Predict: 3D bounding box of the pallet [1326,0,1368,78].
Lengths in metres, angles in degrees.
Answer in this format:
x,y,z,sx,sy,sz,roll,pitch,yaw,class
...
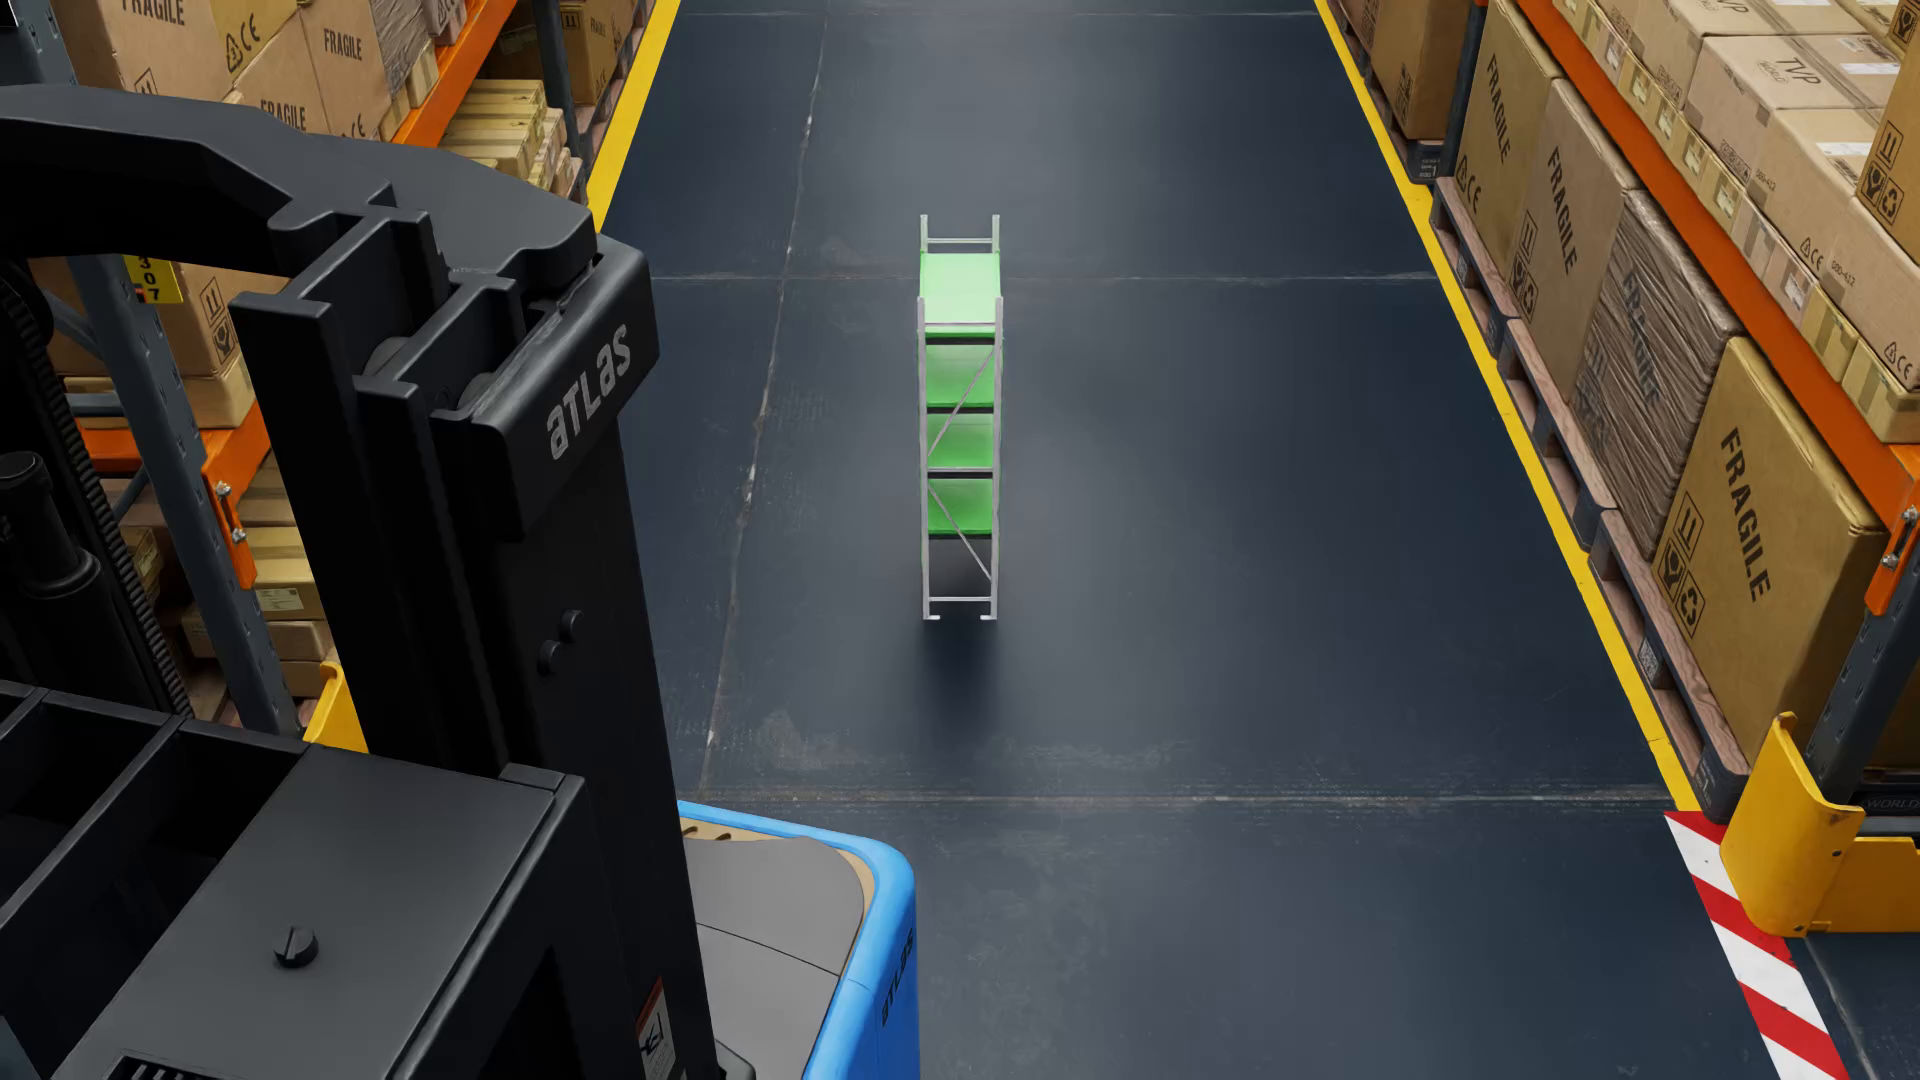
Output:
x,y,z,sx,sy,sz,roll,pitch,yaw,class
2.624,-2.896,9.195,1.003,0.211,1.213,0,39,0,pallet

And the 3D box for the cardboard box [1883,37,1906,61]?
x,y,z,sx,sy,sz,roll,pitch,yaw,class
2.974,-1.232,4.771,0.500,0.250,0.500,-1,39,-2,cardboard box

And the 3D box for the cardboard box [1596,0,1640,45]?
x,y,z,sx,sy,sz,roll,pitch,yaw,class
2.445,-1.865,5.561,0.500,0.250,0.500,1,39,1,cardboard box

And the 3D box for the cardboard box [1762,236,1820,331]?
x,y,z,sx,sy,sz,roll,pitch,yaw,class
2.378,-0.680,4.401,0.380,0.149,0.250,0,39,0,cardboard box

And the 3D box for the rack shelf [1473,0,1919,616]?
x,y,z,sx,sy,sz,roll,pitch,yaw,class
2.707,-1.205,5.431,1.077,0.370,4.000,0,39,0,rack shelf

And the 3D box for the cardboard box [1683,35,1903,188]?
x,y,z,sx,sy,sz,roll,pitch,yaw,class
2.442,-1.231,4.770,0.500,0.250,0.500,-1,39,-2,cardboard box

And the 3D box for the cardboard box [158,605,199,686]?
x,y,z,sx,sy,sz,roll,pitch,yaw,class
-2.460,0.325,4.890,0.380,0.149,0.250,1,39,1,cardboard box

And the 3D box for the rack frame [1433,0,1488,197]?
x,y,z,sx,sy,sz,roll,pitch,yaw,class
2.704,-2.737,6.766,1.000,3.000,0.127,0,39,0,rack frame

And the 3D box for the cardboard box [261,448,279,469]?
x,y,z,sx,sy,sz,roll,pitch,yaw,class
-1.905,-0.236,5.114,0.380,0.149,0.250,0,39,0,cardboard box

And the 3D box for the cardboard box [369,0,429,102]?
x,y,z,sx,sy,sz,roll,pitch,yaw,class
-1.996,-1.691,5.143,0.500,0.500,0.500,-1,39,-1,cardboard box

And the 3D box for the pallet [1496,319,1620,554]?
x,y,z,sx,sy,sz,roll,pitch,yaw,class
2.631,-0.408,6.090,1.003,0.211,1.213,0,39,0,pallet

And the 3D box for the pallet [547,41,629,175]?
x,y,z,sx,sy,sz,roll,pitch,yaw,class
-2.258,-2.195,8.320,1.003,0.211,1.213,0,39,0,pallet

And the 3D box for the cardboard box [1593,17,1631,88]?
x,y,z,sx,sy,sz,roll,pitch,yaw,class
2.374,-1.643,5.602,0.380,0.149,0.250,0,39,0,cardboard box

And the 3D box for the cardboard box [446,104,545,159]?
x,y,z,sx,sy,sz,roll,pitch,yaw,class
-1.955,-1.698,6.938,0.380,0.149,0.250,0,39,1,cardboard box

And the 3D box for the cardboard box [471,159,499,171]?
x,y,z,sx,sy,sz,roll,pitch,yaw,class
-2.025,-1.380,6.541,0.380,0.149,0.250,1,39,1,cardboard box

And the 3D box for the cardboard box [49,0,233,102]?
x,y,z,sx,sy,sz,roll,pitch,yaw,class
-1.986,-1.121,3.633,0.500,0.500,0.500,0,39,0,cardboard box

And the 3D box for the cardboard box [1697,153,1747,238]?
x,y,z,sx,sy,sz,roll,pitch,yaw,class
2.377,-0.998,4.798,0.380,0.149,0.250,-1,39,-1,cardboard box

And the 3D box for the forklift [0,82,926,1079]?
x,y,z,sx,sy,sz,roll,pitch,yaw,class
-0.939,1.115,2.014,1.130,2.935,3.031,9,40,11,forklift

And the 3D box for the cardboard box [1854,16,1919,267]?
x,y,z,sx,sy,sz,roll,pitch,yaw,class
2.446,-0.890,3.744,0.500,0.500,0.500,0,39,1,cardboard box

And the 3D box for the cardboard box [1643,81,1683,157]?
x,y,z,sx,sy,sz,roll,pitch,yaw,class
2.378,-1.316,5.194,0.380,0.149,0.250,1,39,1,cardboard box

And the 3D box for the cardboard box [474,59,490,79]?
x,y,z,sx,sy,sz,roll,pitch,yaw,class
-2.509,-2.447,8.068,0.500,0.500,0.500,-1,39,-1,cardboard box

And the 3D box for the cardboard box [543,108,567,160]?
x,y,z,sx,sy,sz,roll,pitch,yaw,class
-1.937,-1.767,7.262,0.380,0.149,0.250,1,39,1,cardboard box

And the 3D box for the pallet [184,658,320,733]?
x,y,z,sx,sy,sz,roll,pitch,yaw,class
-2.217,0.238,5.285,1.003,0.211,1.213,0,39,0,pallet

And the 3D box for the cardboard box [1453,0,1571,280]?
x,y,z,sx,sy,sz,roll,pitch,yaw,class
2.625,-1.659,6.784,0.875,0.875,0.875,0,39,0,cardboard box

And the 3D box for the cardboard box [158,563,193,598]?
x,y,z,sx,sy,sz,roll,pitch,yaw,class
-2.484,0.044,5.002,0.380,0.149,0.250,-1,39,-1,cardboard box

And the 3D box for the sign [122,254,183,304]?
x,y,z,sx,sy,sz,roll,pitch,yaw,class
-1.709,-0.633,3.449,0.100,0.325,0.005,0,39,0,sign

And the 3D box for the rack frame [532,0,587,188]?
x,y,z,sx,sy,sz,roll,pitch,yaw,class
-2.256,-2.796,6.841,1.000,3.000,0.127,0,39,0,rack frame

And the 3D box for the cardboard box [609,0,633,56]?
x,y,z,sx,sy,sz,roll,pitch,yaw,class
-1.994,-2.778,8.481,0.500,0.500,0.500,2,39,2,cardboard box

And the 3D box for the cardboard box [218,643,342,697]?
x,y,z,sx,sy,sz,roll,pitch,yaw,class
-1.932,0.326,4.889,0.380,0.149,0.250,1,39,1,cardboard box

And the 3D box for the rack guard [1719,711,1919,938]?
x,y,z,sx,sy,sz,roll,pitch,yaw,class
2.709,0.755,4.408,1.175,0.500,0.348,0,39,0,rack guard

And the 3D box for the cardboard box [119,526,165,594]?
x,y,z,sx,sy,sz,roll,pitch,yaw,class
-2.505,0.091,4.706,0.380,0.149,0.250,0,39,0,cardboard box

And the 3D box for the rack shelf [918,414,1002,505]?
x,y,z,sx,sy,sz,roll,pitch,yaw,class
0.000,-0.315,5.286,0.258,0.148,0.480,0,39,0,rack shelf

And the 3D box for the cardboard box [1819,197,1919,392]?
x,y,z,sx,sy,sz,roll,pitch,yaw,class
2.443,-0.596,3.977,0.500,0.250,0.500,-1,39,-1,cardboard box

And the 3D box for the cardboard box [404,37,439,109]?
x,y,z,sx,sy,sz,roll,pitch,yaw,class
-1.948,-1.542,5.477,0.380,0.149,0.250,1,39,1,cardboard box

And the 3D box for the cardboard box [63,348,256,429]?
x,y,z,sx,sy,sz,roll,pitch,yaw,class
-1.924,-0.400,4.051,0.380,0.149,0.250,0,39,0,cardboard box

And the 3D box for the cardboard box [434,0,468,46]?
x,y,z,sx,sy,sz,roll,pitch,yaw,class
-1.966,-1.861,5.874,0.380,0.149,0.250,-2,39,-2,cardboard box

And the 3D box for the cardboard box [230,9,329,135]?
x,y,z,sx,sy,sz,roll,pitch,yaw,class
-2.001,-1.066,4.363,0.500,0.500,0.500,0,39,0,cardboard box

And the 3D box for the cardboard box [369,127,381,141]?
x,y,z,sx,sy,sz,roll,pitch,yaw,class
-1.997,-1.213,5.066,0.380,0.149,0.250,-1,39,-1,cardboard box

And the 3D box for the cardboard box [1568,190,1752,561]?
x,y,z,sx,sy,sz,roll,pitch,yaw,class
2.627,-0.539,5.388,0.875,0.875,0.875,0,39,0,cardboard box

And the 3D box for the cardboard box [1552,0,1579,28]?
x,y,z,sx,sy,sz,roll,pitch,yaw,class
2.375,-1.960,5.998,0.380,0.149,0.250,-1,39,-1,cardboard box

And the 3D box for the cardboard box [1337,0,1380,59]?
x,y,z,sx,sy,sz,roll,pitch,yaw,class
2.682,-3.030,8.496,1.225,0.875,0.875,-1,39,-2,cardboard box

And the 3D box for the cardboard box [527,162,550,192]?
x,y,z,sx,sy,sz,roll,pitch,yaw,class
-1.907,-1.430,6.842,0.380,0.149,0.250,-1,39,-2,cardboard box

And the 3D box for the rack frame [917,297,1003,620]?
x,y,z,sx,sy,sz,roll,pitch,yaw,class
0.000,-0.212,5.055,0.240,1.200,0.015,0,39,0,rack frame

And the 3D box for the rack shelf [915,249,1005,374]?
x,y,z,sx,sy,sz,roll,pitch,yaw,class
0.000,-0.689,4.985,0.258,0.148,0.480,0,39,0,rack shelf

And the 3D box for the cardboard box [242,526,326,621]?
x,y,z,sx,sy,sz,roll,pitch,yaw,class
-1.912,0.094,4.703,0.380,0.149,0.250,-2,39,-2,cardboard box

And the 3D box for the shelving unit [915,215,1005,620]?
x,y,z,sx,sy,sz,roll,pitch,yaw,class
0.000,-0.365,5.246,0.258,1.200,0.503,0,39,0,shelving unit

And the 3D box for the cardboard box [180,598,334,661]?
x,y,z,sx,sy,sz,roll,pitch,yaw,class
-1.995,0.210,4.796,0.380,0.149,0.250,1,39,2,cardboard box

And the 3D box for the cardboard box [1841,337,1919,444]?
x,y,z,sx,sy,sz,roll,pitch,yaw,class
2.379,-0.360,4.001,0.380,0.149,0.250,1,39,1,cardboard box

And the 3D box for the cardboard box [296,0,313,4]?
x,y,z,sx,sy,sz,roll,pitch,yaw,class
-1.971,-1.762,4.433,0.500,0.500,0.500,-1,39,-1,cardboard box
